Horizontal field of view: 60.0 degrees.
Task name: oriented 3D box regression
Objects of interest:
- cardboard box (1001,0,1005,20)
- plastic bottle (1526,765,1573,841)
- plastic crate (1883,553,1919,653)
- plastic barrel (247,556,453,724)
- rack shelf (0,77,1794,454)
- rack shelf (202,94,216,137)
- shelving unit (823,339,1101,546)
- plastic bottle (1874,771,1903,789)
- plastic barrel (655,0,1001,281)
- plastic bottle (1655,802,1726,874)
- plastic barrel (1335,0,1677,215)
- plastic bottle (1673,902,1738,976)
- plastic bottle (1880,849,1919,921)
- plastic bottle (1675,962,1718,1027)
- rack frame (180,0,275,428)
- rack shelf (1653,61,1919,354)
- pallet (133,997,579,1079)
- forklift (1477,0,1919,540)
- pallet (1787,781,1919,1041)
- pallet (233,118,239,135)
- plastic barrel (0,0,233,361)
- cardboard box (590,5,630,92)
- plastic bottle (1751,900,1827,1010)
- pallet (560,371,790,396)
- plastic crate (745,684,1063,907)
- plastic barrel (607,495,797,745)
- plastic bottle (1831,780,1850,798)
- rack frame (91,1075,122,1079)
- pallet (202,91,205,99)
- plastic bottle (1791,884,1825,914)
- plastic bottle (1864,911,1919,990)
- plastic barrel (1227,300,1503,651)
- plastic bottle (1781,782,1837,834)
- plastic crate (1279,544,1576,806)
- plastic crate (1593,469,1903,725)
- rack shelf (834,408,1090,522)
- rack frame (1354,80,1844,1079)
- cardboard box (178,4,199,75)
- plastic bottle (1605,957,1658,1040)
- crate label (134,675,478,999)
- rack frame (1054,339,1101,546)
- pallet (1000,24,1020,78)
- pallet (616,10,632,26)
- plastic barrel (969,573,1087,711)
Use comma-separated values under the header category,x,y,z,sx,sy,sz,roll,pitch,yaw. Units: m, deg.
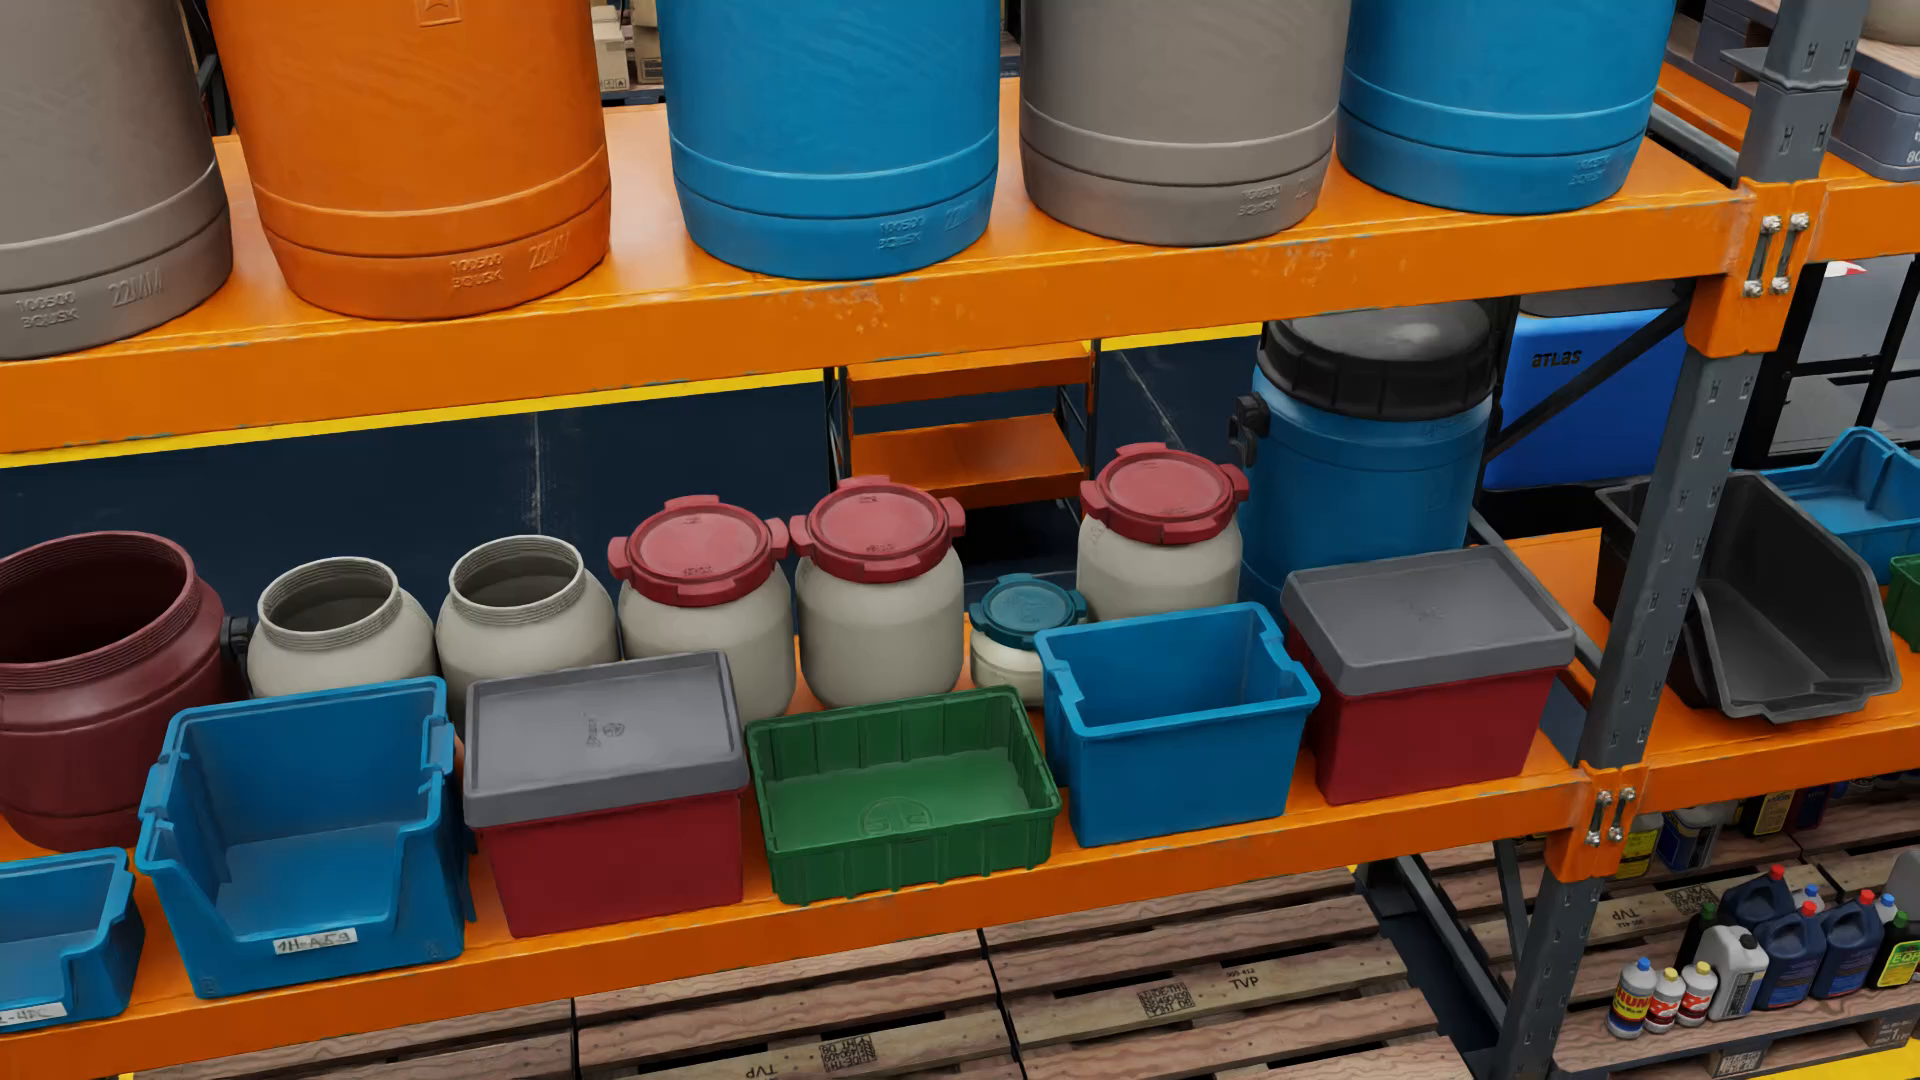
category,x,y,z,sx,sy,sz,roll,pitch,yaw
cardboard box,0.037,-4.597,12.939,0.875,0.875,0.875,-7,34,-10
plastic bottle,1.893,0.841,5.348,0.133,0.283,0.061,-6,34,-8
plastic crate,2.883,0.209,4.437,0.662,0.188,0.450,-7,35,-11
plastic barrel,-1.449,0.337,3.955,0.421,0.512,0.421,0,34,0
rack shelf,-0.454,-0.567,3.356,4.000,0.370,1.077,-7,35,-11
rack shelf,-5.448,-1.521,7.471,4.000,0.370,1.077,-7,35,-11
shelving unit,-0.007,-0.466,6.935,1.048,1.125,0.538,-7,35,-11
plastic bottle,3.129,0.701,5.567,0.097,0.271,0.097,0,34,0
plastic barrel,-0.227,-0.978,2.874,0.708,0.901,0.600,-7,35,-11
plastic bottle,2.306,0.901,5.266,0.135,0.276,0.152,-7,35,-11
plastic barrel,1.048,-1.139,3.113,0.708,0.901,0.600,-7,35,-11
plastic bottle,2.189,1.166,4.863,0.133,0.283,0.061,-7,35,-11
plastic bottle,2.917,1.056,5.034,0.135,0.276,0.152,-7,35,-11
plastic bottle,2.102,1.288,4.756,0.097,0.201,0.097,0,34,0
rack frame,-3.498,-2.066,7.637,0.127,3.000,1.000,-7,35,-11
rack shelf,3.447,-1.058,4.089,4.000,0.370,1.077,-7,35,-11
pallet,-1.641,1.710,4.513,1.213,0.211,1.003,-7,35,-11
forklift,3.566,-1.597,6.999,3.031,2.935,1.130,-6,34,-9
pallet,3.353,1.080,5.451,1.213,0.211,1.003,-7,35,-11
pallet,-2.826,-2.132,7.907,1.003,0.211,1.213,-7,35,-11
plastic barrel,-1.556,-0.811,2.624,0.600,0.901,0.600,0,34,0
cardboard box,-1.812,-2.259,7.682,0.500,0.250,0.500,-8,35,-12
plastic bottle,2.375,1.178,4.785,0.185,0.351,0.144,-6,34,-9
pallet,-1.547,-1.151,8.776,1.213,0.211,1.003,-7,35,-11
plastic crate,-0.140,0.590,3.869,0.662,0.188,0.450,-7,35,-11
plastic barrel,-0.623,0.220,4.109,0.433,0.535,0.433,0,34,0
plastic bottle,2.931,0.726,5.530,0.097,0.271,0.097,0,34,0
rack frame,-2.406,0.624,3.628,0.053,2.616,0.949,-7,35,-11
pallet,-5.256,-3.521,12.307,1.213,0.211,1.003,-7,35,-11
plastic bottle,2.490,1.127,4.932,0.097,0.271,0.097,0,34,0
plastic bottle,2.730,1.185,4.835,0.133,0.283,0.061,-6,34,-8
plastic barrel,1.053,-0.191,4.393,0.708,0.901,0.600,-7,35,-11
plastic bottle,2.747,0.820,5.378,0.133,0.283,0.061,-7,35,-11
plastic crate,1.092,0.334,4.004,0.583,0.464,0.402,-7,35,-11
plastic crate,2.035,0.165,4.368,0.504,0.338,0.767,-7,35,-11
rack shelf,-0.007,-0.263,7.072,1.000,0.278,0.538,-7,35,-11
rack frame,1.497,0.134,4.358,0.127,3.000,1.000,-7,35,-11
cardboard box,-5.585,-3.626,11.827,0.500,0.500,0.500,-6,34,-9
plastic bottle,1.904,1.284,4.699,0.097,0.271,0.097,0,34,0
crate label,-1.376,0.636,3.578,0.616,0.435,0.502,-7,35,-11
rack frame,0.489,-0.529,7.028,0.032,1.125,0.500,-7,35,-11
pallet,-0.374,-2.463,8.401,1.213,0.211,1.003,-7,35,-11
pallet,-2.520,-3.820,12.753,1.213,0.211,1.003,-7,35,-11
plastic barrel,0.172,0.271,4.278,0.301,0.262,0.301,0,34,0
